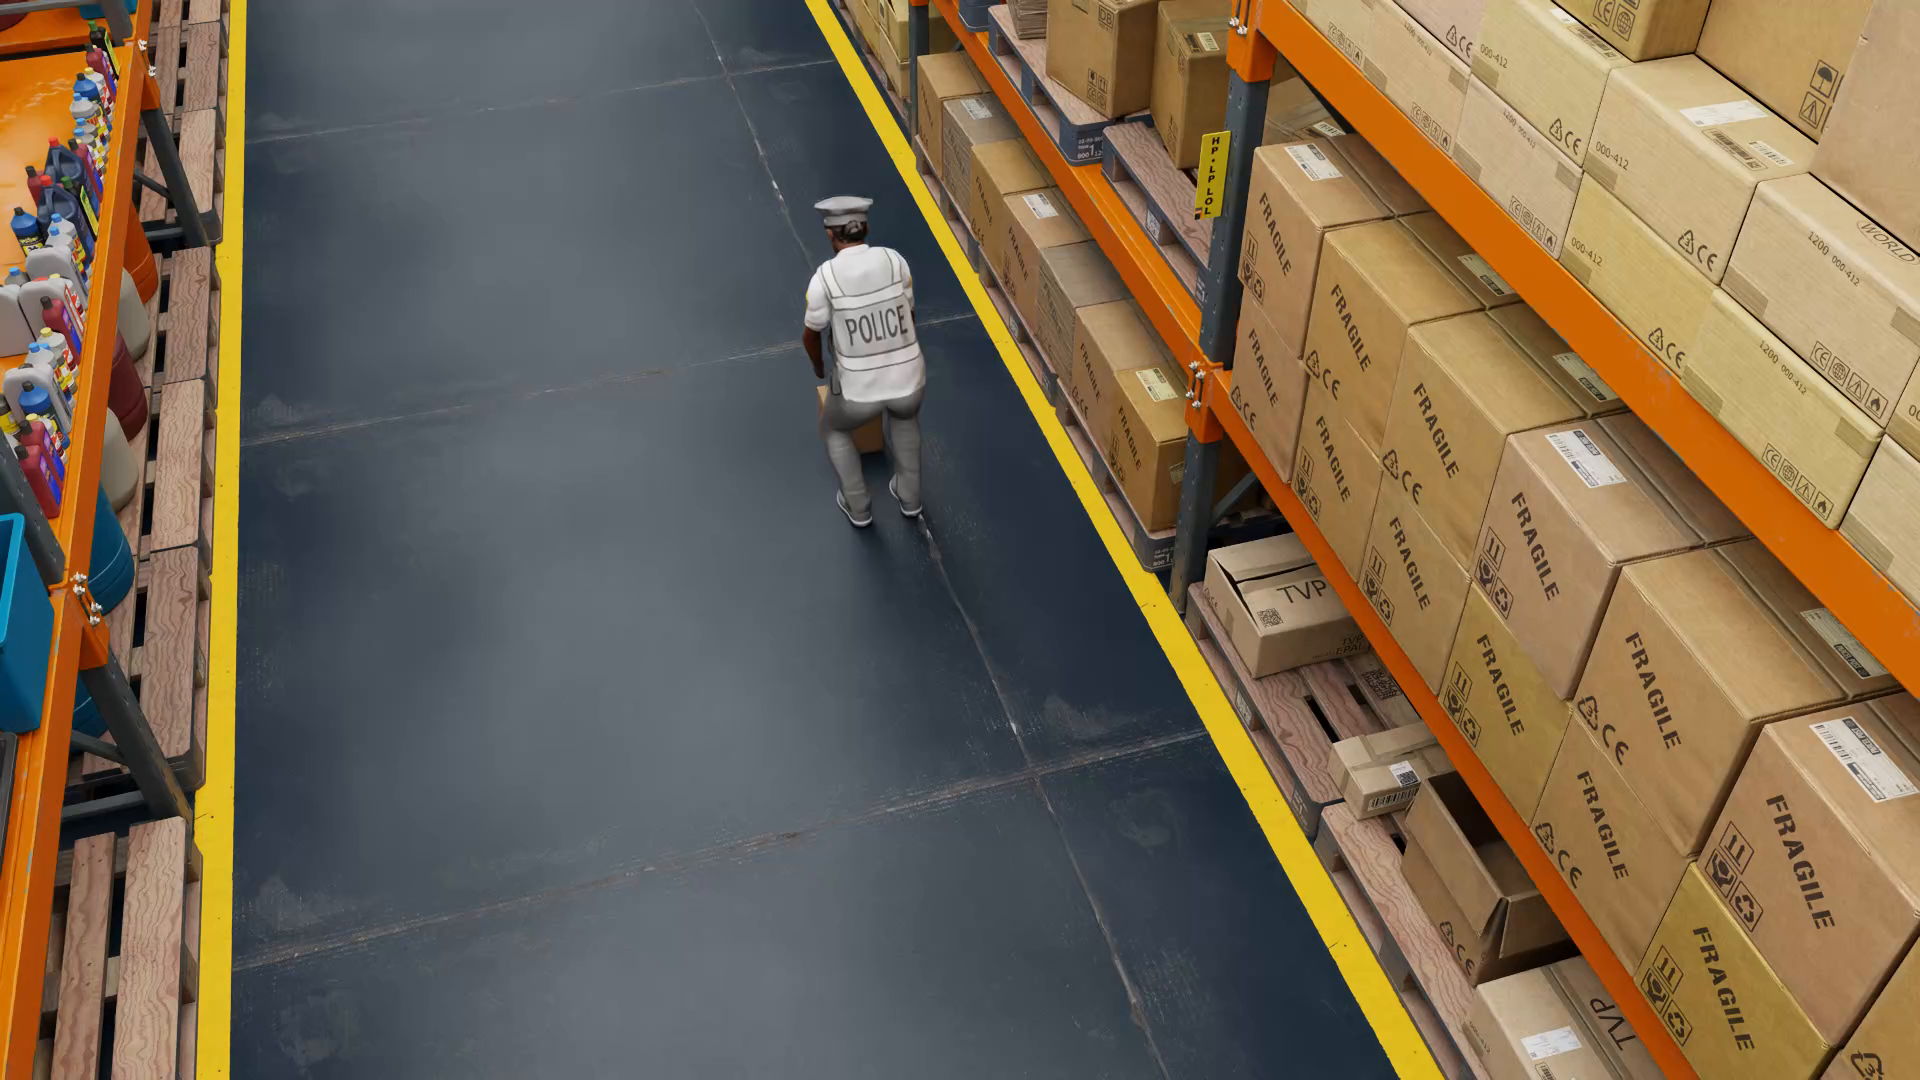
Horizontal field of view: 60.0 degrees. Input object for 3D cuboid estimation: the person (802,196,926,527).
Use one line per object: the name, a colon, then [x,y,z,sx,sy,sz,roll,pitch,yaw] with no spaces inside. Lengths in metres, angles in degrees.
person: [-0.412,-0.730,7.098,0.490,1.487,0.628,-11,44,-12]
